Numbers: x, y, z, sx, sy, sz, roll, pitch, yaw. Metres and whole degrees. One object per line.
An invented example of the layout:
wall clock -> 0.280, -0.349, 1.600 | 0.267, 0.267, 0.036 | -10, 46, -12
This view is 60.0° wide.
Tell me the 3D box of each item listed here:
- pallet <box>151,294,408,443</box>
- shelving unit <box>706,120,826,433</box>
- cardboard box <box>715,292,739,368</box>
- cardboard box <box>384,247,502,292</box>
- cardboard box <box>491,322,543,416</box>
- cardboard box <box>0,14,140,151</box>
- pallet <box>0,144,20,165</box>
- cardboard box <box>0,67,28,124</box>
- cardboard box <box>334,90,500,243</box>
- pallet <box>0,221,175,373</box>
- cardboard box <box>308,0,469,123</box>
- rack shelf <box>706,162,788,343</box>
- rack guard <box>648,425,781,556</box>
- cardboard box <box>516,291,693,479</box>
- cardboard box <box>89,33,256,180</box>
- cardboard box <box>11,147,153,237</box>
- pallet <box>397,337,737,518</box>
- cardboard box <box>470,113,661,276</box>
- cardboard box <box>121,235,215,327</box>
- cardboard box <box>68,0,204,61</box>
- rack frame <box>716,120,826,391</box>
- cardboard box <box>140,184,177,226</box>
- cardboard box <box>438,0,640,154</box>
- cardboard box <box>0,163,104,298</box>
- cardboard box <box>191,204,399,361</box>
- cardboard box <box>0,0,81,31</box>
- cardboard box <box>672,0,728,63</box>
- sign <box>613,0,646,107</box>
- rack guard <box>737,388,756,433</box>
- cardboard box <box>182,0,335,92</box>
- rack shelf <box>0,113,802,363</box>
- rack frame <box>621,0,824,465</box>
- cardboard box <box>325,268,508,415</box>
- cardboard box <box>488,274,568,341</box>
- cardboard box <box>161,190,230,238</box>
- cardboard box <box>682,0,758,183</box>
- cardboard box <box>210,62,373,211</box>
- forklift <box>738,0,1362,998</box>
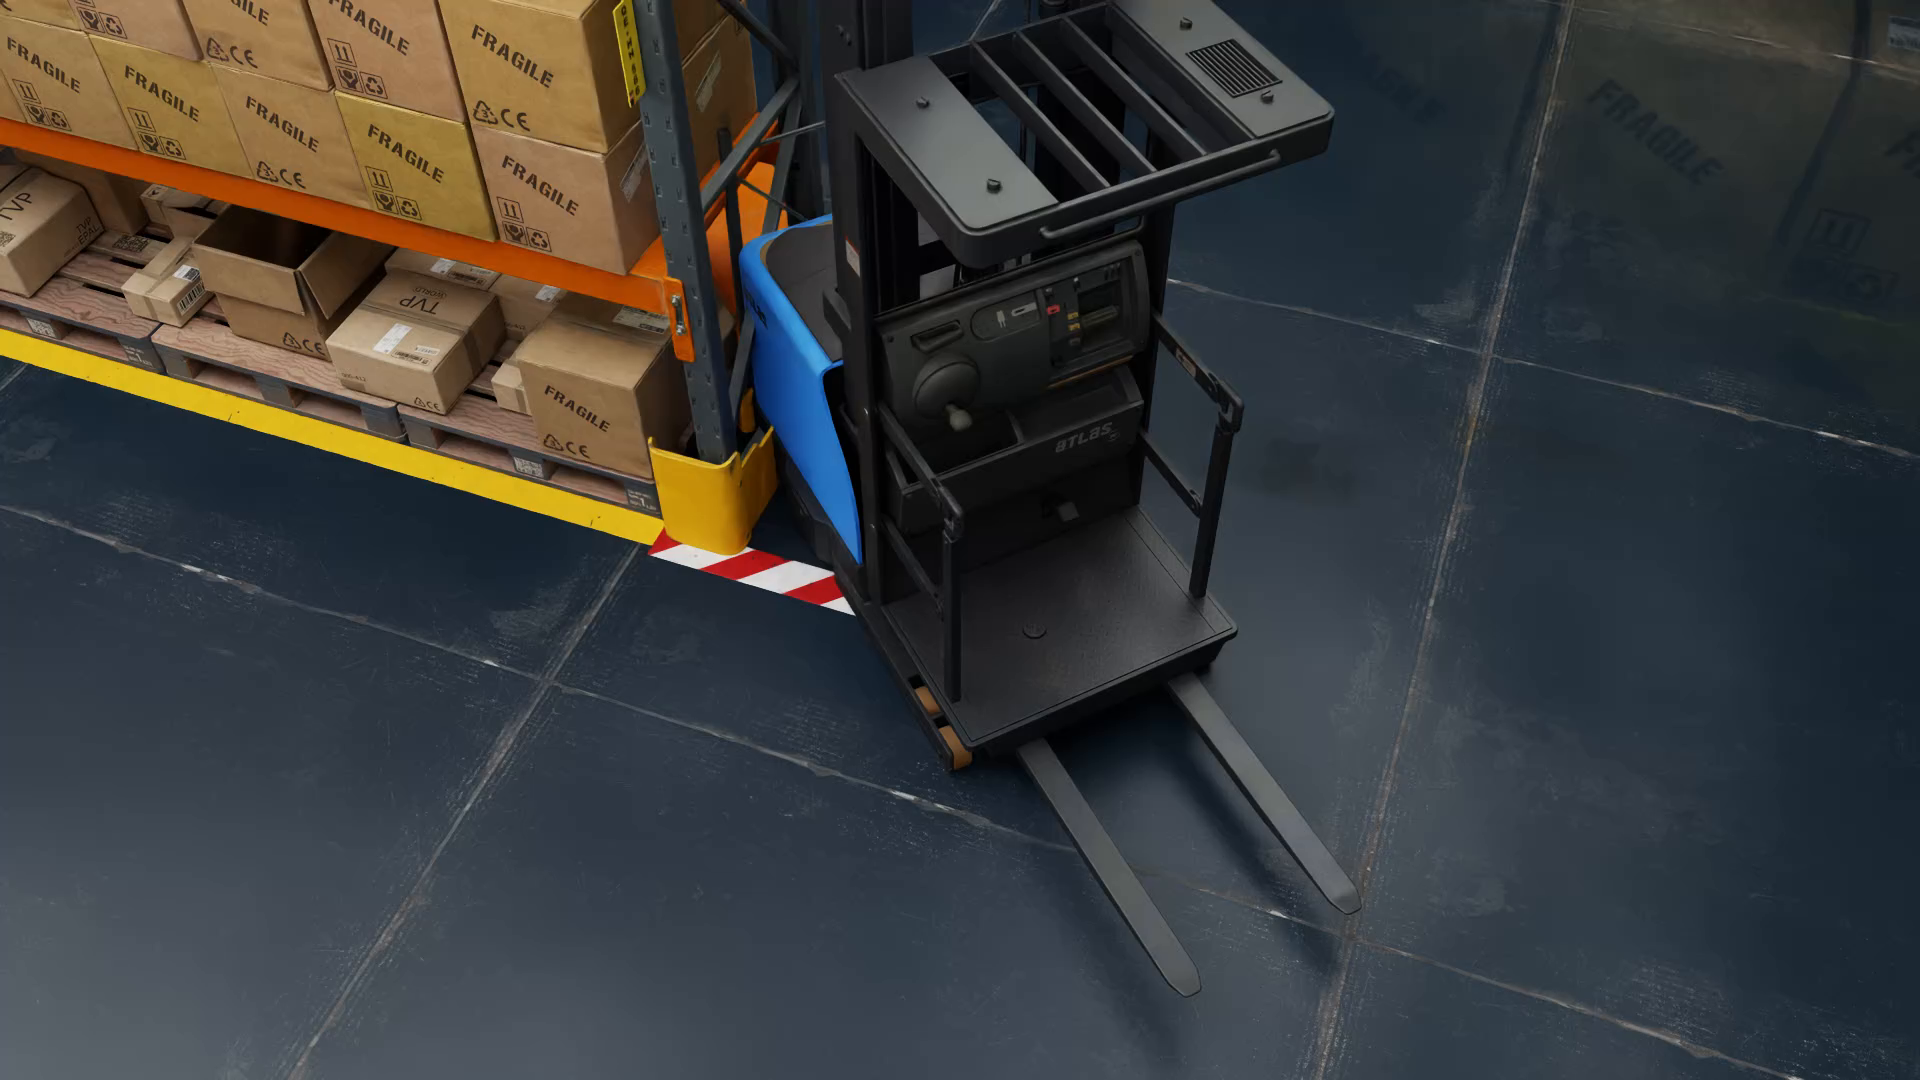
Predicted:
pallet -> -2.721, -0.981, 7.327 | 1.213, 0.211, 1.003 | 16, 51, 13
shelving unit -> -0.891, -1.390, 6.742 | 0.587, 1.500, 1.083 | -22, 55, -19
cardboard box -> -1.035, -0.909, 7.015 | 0.250, 0.149, 0.380 | 16, 51, 13
cardboard box -> -2.111, -1.195, 7.195 | 0.500, 0.250, 0.500 | 16, 51, 13
cardboard box -> -1.706, -0.699, 6.822 | 0.250, 0.166, 0.380 | 16, 51, 13
cardboard box -> -3.180, -1.835, 6.156 | 0.500, 0.500, 0.500 | 15, 51, 13
pallet -> -5.290, -1.666, 7.921 | 1.213, 0.211, 1.003 | 16, 51, 13
cardboard box -> -3.649, -1.967, 6.271 | 0.500, 0.500, 0.500 | 16, 51, 14
cardboard box -> -1.764, -1.436, 5.810 | 0.500, 0.500, 0.500 | 16, 51, 13
pallet -> -3.870, -1.299, 7.603 | 1.213, 0.211, 1.003 | 16, 51, 13
cardboard box -> -1.748, -1.759, 5.428 | 0.500, 0.500, 0.500 | 17, 51, 14
rack shelf -> -0.891, -1.270, 6.876 | 0.538, 0.185, 1.000 | -22, 55, -19
rack guard -> -0.833, -0.547, 6.760 | 0.348, 0.500, 1.175 | 16, 51, 13
cardboard box -> -1.357, -0.639, 6.548 | 0.500, 0.500, 0.500 | 16, 51, 13
cardboard box -> -2.703, -1.703, 6.041 | 0.500, 0.500, 0.500 | 15, 51, 13
cardboard box -> -3.881, -1.770, 7.529 | 0.500, 0.500, 0.500 | 16, 51, 13
pallet -> -1.581, -0.660, 7.049 | 1.213, 0.211, 1.003 | 16, 51, 13
cardboard box -> -1.276, -1.303, 5.695 | 0.500, 0.500, 0.500 | 17, 51, 14
cardboard box -> -3.380, -1.127, 7.192 | 0.250, 0.166, 0.380 | 16, 51, 13
cardboard box -> -2.718, -2.026, 5.660 | 0.500, 0.500, 0.500 | 17, 51, 14
rack frame -> -0.641, -1.038, 6.458 | 0.500, 1.500, 0.032 | -22, 55, -19
cardboard box -> -3.508, -1.600, 7.614 | 0.250, 0.149, 0.380 | 16, 51, 13
cardboard box -> -1.274, -1.628, 5.314 | 0.500, 0.500, 0.500 | 15, 51, 13
cardboard box -> -4.195, -1.393, 7.327 | 0.500, 0.311, 0.500 | 16, 51, 13
cardboard box -> -2.750, -1.231, 7.060 | 0.637, 0.503, 0.797 | 16, 51, 13
cardboard box -> -3.203, -2.161, 5.777 | 0.500, 0.500, 0.500 | 14, 51, 12
cardboard box -> -1.086, -2.009, 5.645 | 0.500, 0.500, 0.500 | 17, 51, 14
sign -> -0.973, -1.440, 4.904 | 0.005, 0.325, 0.100 | 16, 51, 13
rack guard -> -0.663, -0.653, 6.951 | 0.587, 0.250, 0.087 | -22, 55, -19
cardboard box -> -2.236, -1.892, 5.543 | 0.500, 0.500, 0.500 | 17, 51, 14
rack shelf -> -2.638, -1.634, 6.524 | 4.000, 0.370, 1.077 | 16, 51, 13
rack frame -> -0.761, -1.346, 5.798 | 0.127, 3.000, 1.000 | 16, 51, 13
cardboard box -> -2.238, -0.827, 6.877 | 0.500, 0.250, 0.500 | 16, 51, 13
cardboard box -> -1.642, -1.064, 7.082 | 0.500, 0.250, 0.500 | 16, 51, 13
cardboard box -> -3.177, -1.512, 7.430 | 0.500, 0.311, 0.500 | 16, 51, 13
cardboard box -> -1.086, -1.682, 6.023 | 0.500, 0.500, 0.500 | 17, 51, 14
cardboard box -> -2.230, -1.571, 5.927 | 0.500, 0.500, 0.500 | 16, 51, 13
forklift -> 0.290, -0.539, 5.144 | 1.130, 2.935, 3.031 | -21, 52, -18
